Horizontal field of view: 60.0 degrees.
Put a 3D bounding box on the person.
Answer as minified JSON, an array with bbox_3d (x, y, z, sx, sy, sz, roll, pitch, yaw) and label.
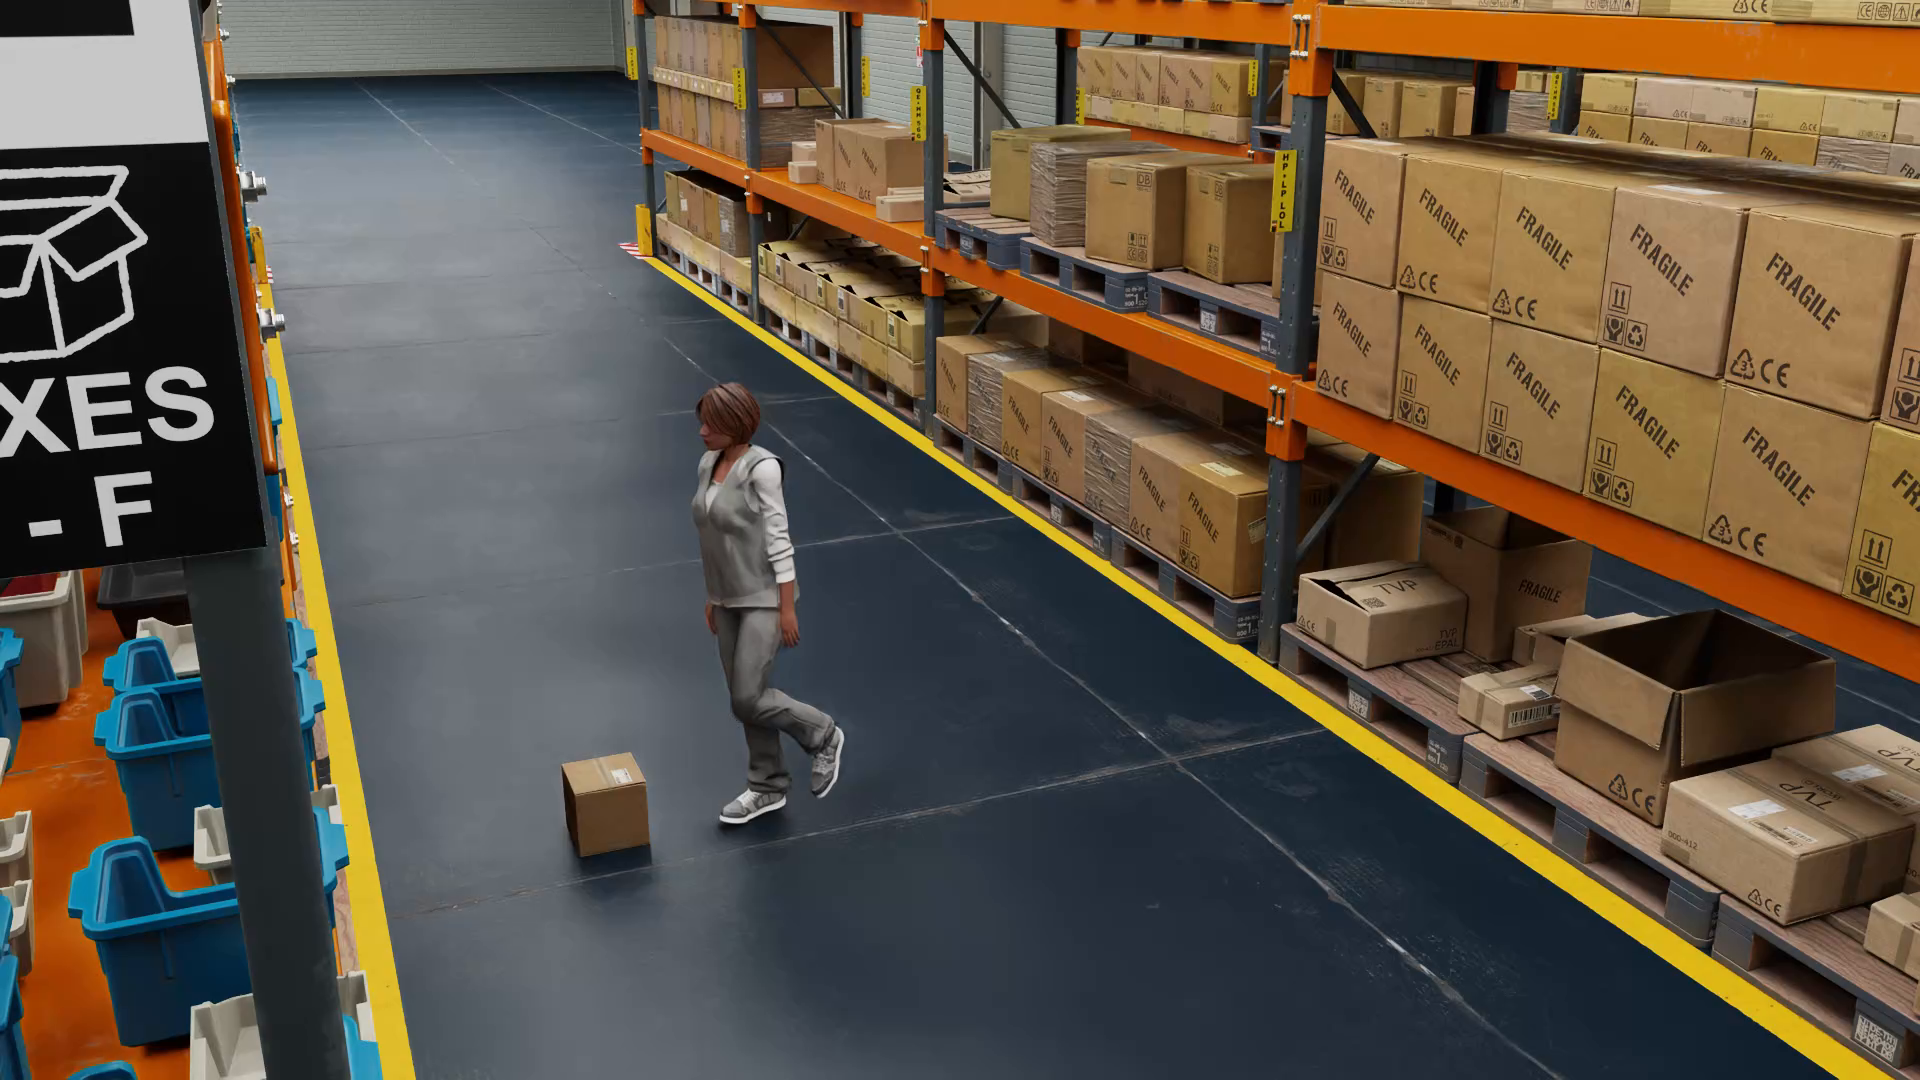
[{"bbox_3d":[-0.712,0.218,5.902,0.464,1.596,0.464,-16,25,-39],"label":"person"}]
